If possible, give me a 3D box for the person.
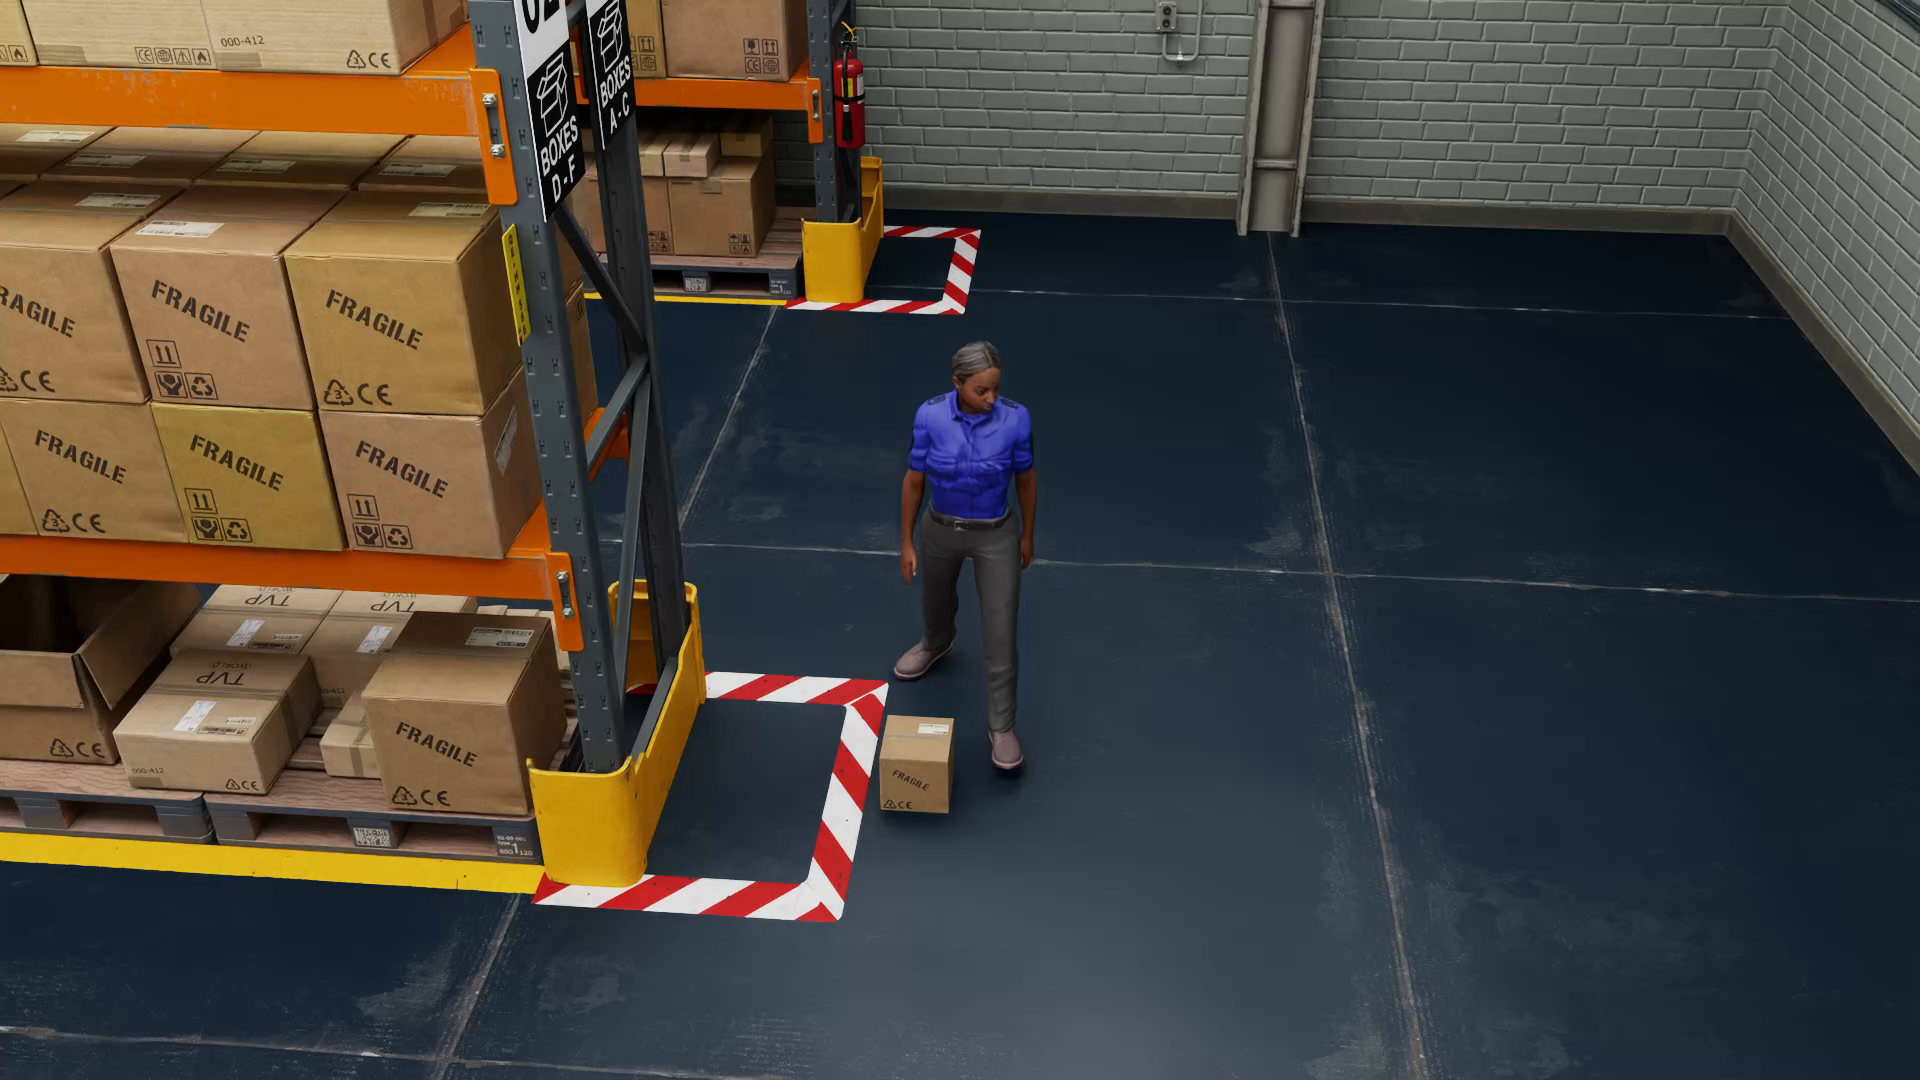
[{"bbox_3d":[-0.006,-0.019,6.182,0.590,1.633,0.770,5,32,7],"label":"person"}]
